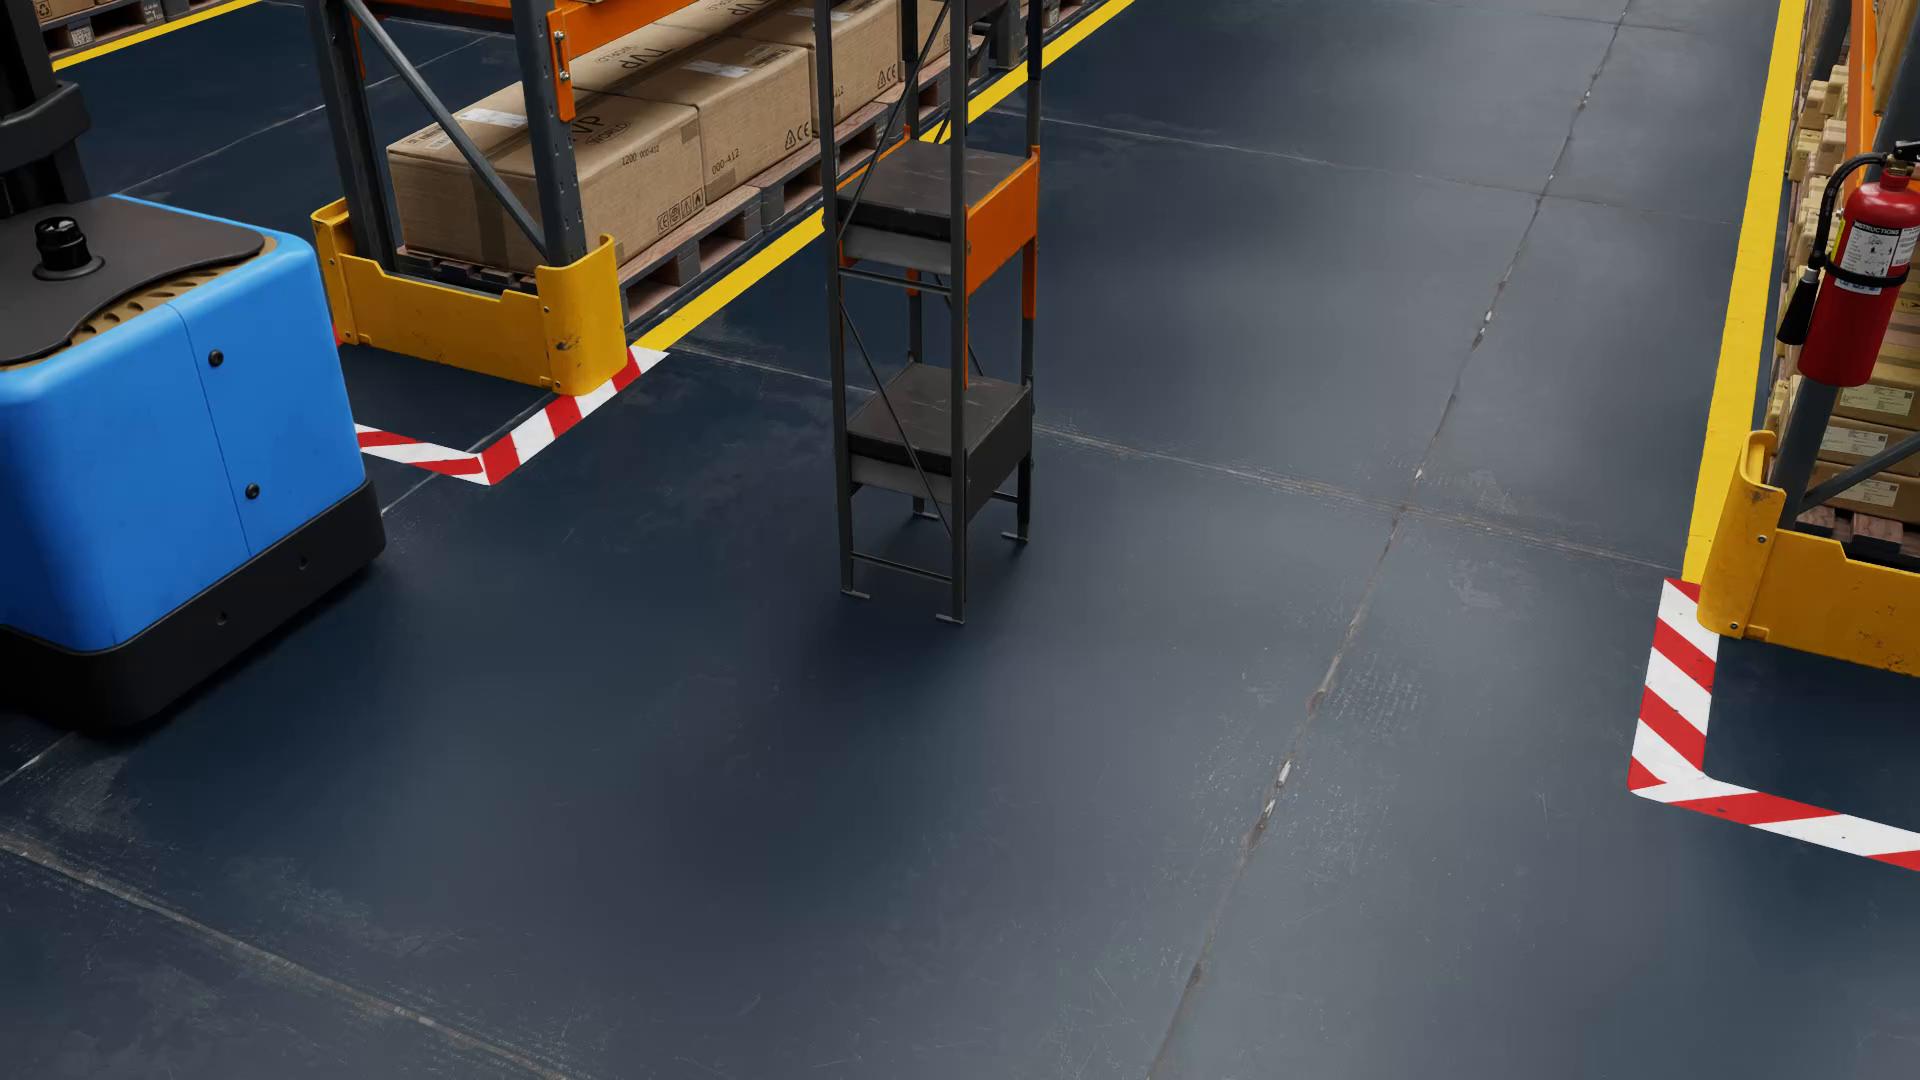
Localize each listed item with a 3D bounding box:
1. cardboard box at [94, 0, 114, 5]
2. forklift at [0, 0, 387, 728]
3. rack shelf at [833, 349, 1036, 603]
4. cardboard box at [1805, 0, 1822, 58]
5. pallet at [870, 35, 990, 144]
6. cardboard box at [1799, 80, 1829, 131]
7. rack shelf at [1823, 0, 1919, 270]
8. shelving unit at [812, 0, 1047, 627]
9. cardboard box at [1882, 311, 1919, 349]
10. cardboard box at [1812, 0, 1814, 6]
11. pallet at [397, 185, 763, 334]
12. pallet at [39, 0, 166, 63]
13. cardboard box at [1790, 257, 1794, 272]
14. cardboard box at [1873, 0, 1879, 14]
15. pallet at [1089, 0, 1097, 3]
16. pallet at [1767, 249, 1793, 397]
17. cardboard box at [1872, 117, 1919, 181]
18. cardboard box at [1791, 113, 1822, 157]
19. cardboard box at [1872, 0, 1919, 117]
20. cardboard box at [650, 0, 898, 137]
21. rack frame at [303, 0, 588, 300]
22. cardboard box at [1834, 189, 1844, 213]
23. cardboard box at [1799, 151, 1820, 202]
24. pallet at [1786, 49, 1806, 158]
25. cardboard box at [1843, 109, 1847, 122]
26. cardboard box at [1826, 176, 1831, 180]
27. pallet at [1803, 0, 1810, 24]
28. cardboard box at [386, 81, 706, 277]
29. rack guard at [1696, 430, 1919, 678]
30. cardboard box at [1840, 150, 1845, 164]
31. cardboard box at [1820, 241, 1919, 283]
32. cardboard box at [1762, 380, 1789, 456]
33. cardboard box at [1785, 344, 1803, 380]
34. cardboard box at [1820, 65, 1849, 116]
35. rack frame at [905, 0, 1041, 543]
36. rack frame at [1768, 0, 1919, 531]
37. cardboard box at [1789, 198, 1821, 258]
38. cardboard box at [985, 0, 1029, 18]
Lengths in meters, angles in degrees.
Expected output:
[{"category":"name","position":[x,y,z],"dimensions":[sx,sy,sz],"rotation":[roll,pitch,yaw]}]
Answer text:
[{"category":"cardboard box","position":[-5.162,-3.479,9.716],"dimensions":[0.700,0.500,0.500],"rotation":[13,35,19]},{"category":"forklift","position":[-3.311,-1.276,4.522],"dimensions":[3.031,2.935,1.130],"rotation":[15,36,22]},{"category":"rack shelf","position":[-0.069,-0.199,4.940],"dimensions":[0.431,0.518,0.480],"rotation":[14,36,20]},{"category":"cardboard box","position":[4.687,-2.714,8.550],"dimensions":[0.500,0.500,0.500],"rotation":[13,36,19]},{"category":"pallet","position":[-0.537,-2.460,8.809],"dimensions":[1.003,0.211,1.213],"rotation":[14,36,20]},{"category":"cardboard box","position":[3.949,-1.902,7.361],"dimensions":[0.380,0.149,0.250],"rotation":[16,36,23]},{"category":"rack shelf","position":[3.554,-1.605,5.618],"dimensions":[1.077,0.370,4.000],"rotation":[14,36,20]},{"category":"shelving unit","position":[-0.069,-0.796,4.549],"dimensions":[0.431,2.100,0.503],"rotation":[14,36,20]},{"category":"cardboard box","position":[2.866,-0.575,5.066],"dimensions":[0.380,0.149,0.250],"rotation":[15,36,21]},{"category":"cardboard box","position":[5.119,-3.222,9.326],"dimensions":[0.500,0.500,0.500],"rotation":[13,36,19]},{"category":"pallet","position":[-1.557,-1.245,6.956],"dimensions":[1.003,0.211,1.213],"rotation":[14,36,20]},{"category":"pallet","position":[-5.455,-3.006,9.642],"dimensions":[1.003,0.211,1.213],"rotation":[14,36,20]},{"category":"cardboard box","position":[3.441,-1.122,6.442],"dimensions":[0.380,0.149,0.250],"rotation":[13,35,19]},{"category":"cardboard box","position":[3.095,-1.869,5.002],"dimensions":[0.500,0.500,0.500],"rotation":[14,36,21]},{"category":"pallet","position":[0.616,-3.832,10.902],"dimensions":[1.003,0.211,1.213],"rotation":[14,36,20]},{"category":"pallet","position":[3.633,-0.783,6.252],"dimensions":[1.003,0.211,1.213],"rotation":[14,36,20]},{"category":"cardboard box","position":[2.597,-1.032,4.317],"dimensions":[0.380,0.149,0.250],"rotation":[14,36,21]},{"category":"cardboard box","position":[3.947,-1.777,7.442],"dimensions":[0.380,0.149,0.250],"rotation":[13,35,18]},{"category":"cardboard box","position":[2.672,-1.359,4.224],"dimensions":[0.500,0.500,0.500],"rotation":[15,36,21]},{"category":"cardboard box","position":[-0.882,-2.357,8.063],"dimensions":[0.875,0.438,0.875],"rotation":[13,35,19]},{"category":"rack frame","position":[-1.821,-1.995,5.557],"dimensions":[1.000,3.000,0.127],"rotation":[14,36,20]},{"category":"cardboard box","position":[3.298,-1.100,5.867],"dimensions":[0.380,0.149,0.250],"rotation":[13,35,19]},{"category":"cardboard box","position":[3.779,-1.509,7.033],"dimensions":[0.380,0.149,0.250],"rotation":[14,36,20]},{"category":"pallet","position":[4.715,-2.124,8.296],"dimensions":[1.003,0.211,1.213],"rotation":[14,36,20]},{"category":"cardboard box","position":[3.740,-1.614,6.650],"dimensions":[0.380,0.149,0.250],"rotation":[13,36,19]},{"category":"cardboard box","position":[3.603,-1.361,6.535],"dimensions":[0.380,0.149,0.250],"rotation":[16,36,23]},{"category":"pallet","position":[5.736,-3.339,10.149],"dimensions":[1.003,0.211,1.213],"rotation":[14,36,20]},{"category":"cardboard box","position":[-1.636,-1.451,6.680],"dimensions":[0.875,0.438,0.875],"rotation":[13,35,19]},{"category":"rack guard","position":[2.749,0.098,4.645],"dimensions":[1.175,0.500,0.348],"rotation":[14,36,20]},{"category":"cardboard box","position":[3.520,-1.351,6.250],"dimensions":[0.380,0.149,0.250],"rotation":[13,35,19]},{"category":"cardboard box","position":[3.025,-0.848,5.482],"dimensions":[0.380,0.149,0.250],"rotation":[13,35,19]},{"category":"cardboard box","position":[2.764,-0.354,5.272],"dimensions":[0.380,0.149,0.250],"rotation":[15,36,22]},{"category":"cardboard box","position":[2.895,-0.605,5.383],"dimensions":[0.380,0.149,0.250],"rotation":[13,35,19]},{"category":"cardboard box","position":[3.890,-1.886,7.066],"dimensions":[0.380,0.149,0.250],"rotation":[16,36,23]},{"category":"rack frame","position":[0.033,-0.917,4.734],"dimensions":[0.400,2.100,0.015],"rotation":[14,36,20]},{"category":"rack frame","position":[2.717,-0.909,3.901],"dimensions":[1.000,3.000,0.127],"rotation":[14,36,20]},{"category":"cardboard box","position":[3.314,-1.133,6.188],"dimensions":[0.380,0.149,0.250],"rotation":[15,36,21]},{"category":"cardboard box","position":[0.039,-3.601,9.561],"dimensions":[0.875,0.875,0.875],"rotation":[15,36,22]}]
